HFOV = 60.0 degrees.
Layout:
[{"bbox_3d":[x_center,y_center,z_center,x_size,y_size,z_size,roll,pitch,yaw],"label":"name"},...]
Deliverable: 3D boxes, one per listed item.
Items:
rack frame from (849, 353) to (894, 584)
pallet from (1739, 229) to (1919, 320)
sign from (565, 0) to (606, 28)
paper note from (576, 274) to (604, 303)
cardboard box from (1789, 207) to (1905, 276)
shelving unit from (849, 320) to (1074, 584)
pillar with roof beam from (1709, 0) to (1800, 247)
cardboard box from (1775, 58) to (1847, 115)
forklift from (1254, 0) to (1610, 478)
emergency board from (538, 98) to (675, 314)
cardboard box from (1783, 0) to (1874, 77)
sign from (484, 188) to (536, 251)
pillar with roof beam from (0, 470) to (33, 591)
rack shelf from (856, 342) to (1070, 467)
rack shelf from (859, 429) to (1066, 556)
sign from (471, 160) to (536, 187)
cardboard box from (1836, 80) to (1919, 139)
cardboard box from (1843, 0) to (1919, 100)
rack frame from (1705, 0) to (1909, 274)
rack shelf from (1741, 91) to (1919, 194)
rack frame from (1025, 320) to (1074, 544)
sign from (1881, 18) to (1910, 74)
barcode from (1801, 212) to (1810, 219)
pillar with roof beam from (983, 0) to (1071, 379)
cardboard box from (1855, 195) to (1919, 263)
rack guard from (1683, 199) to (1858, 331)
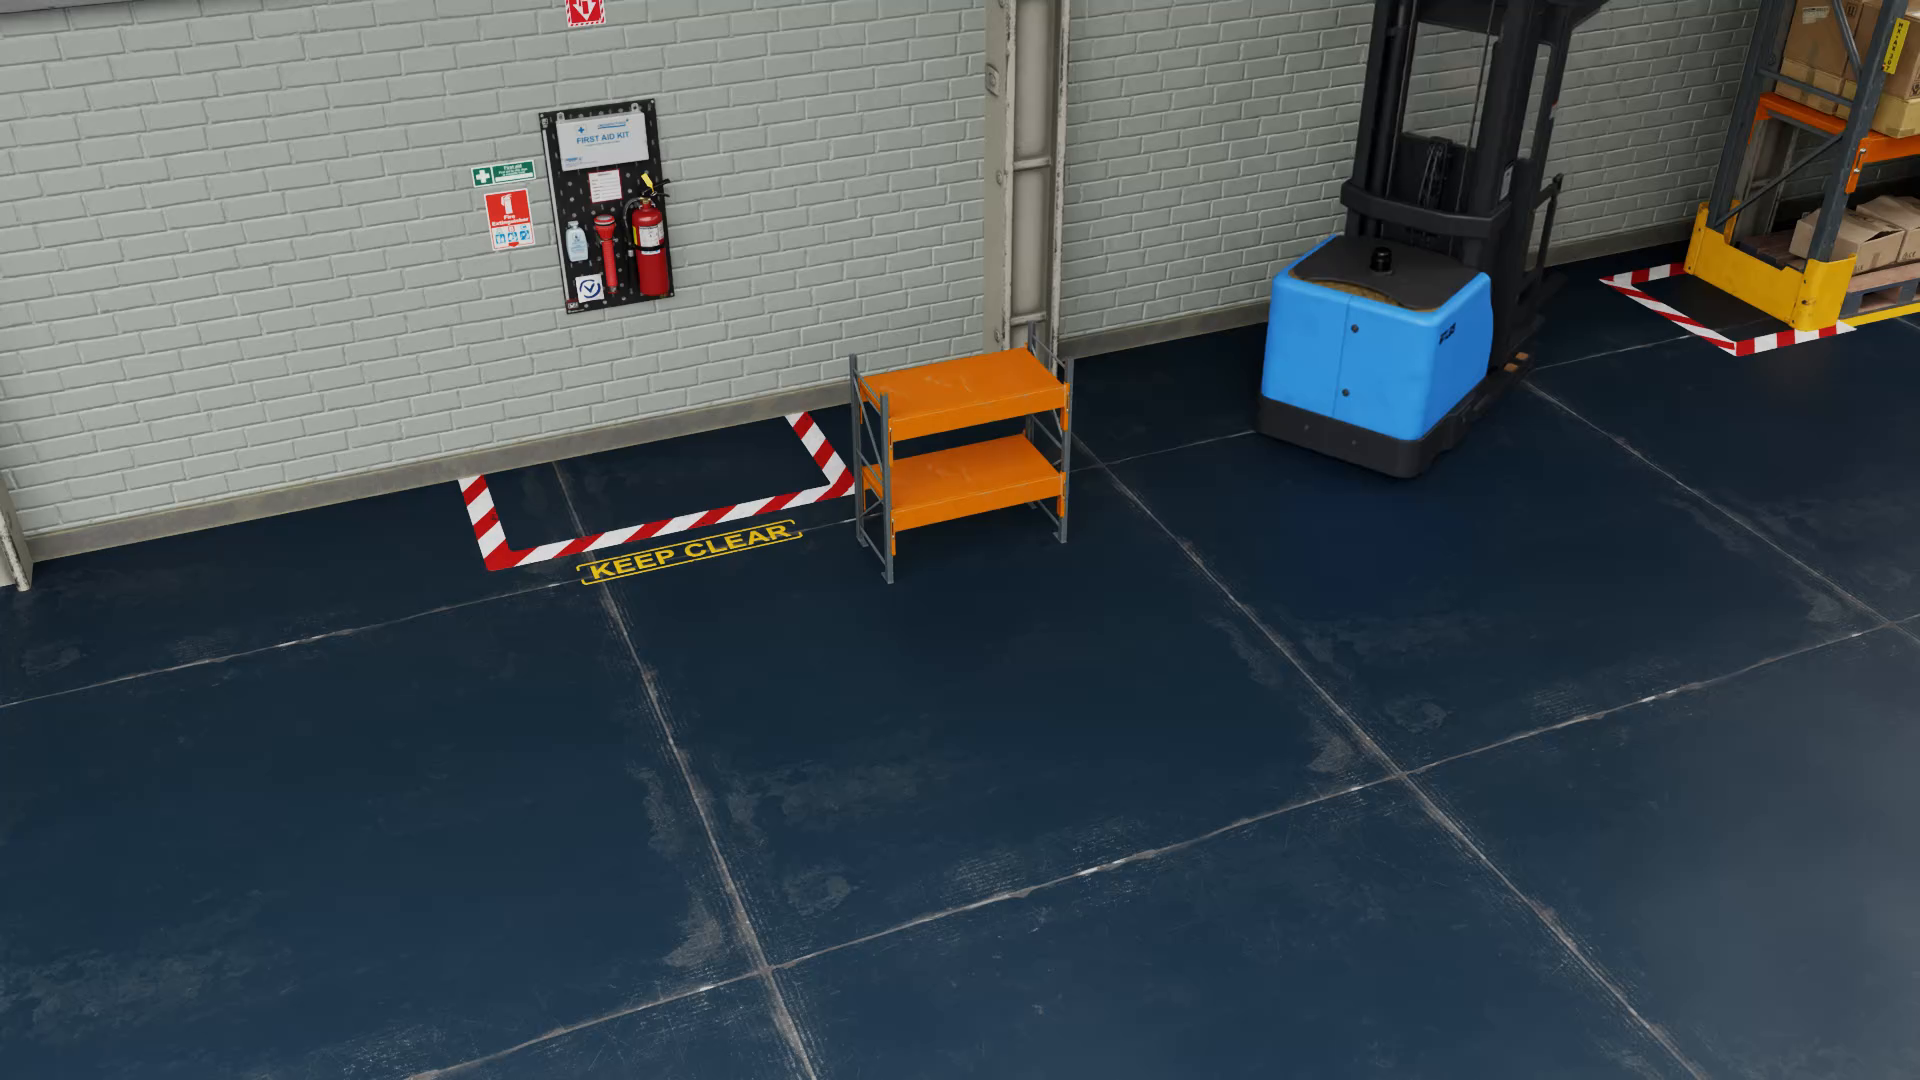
[{"bbox_3d":[-0.462,-0.366,8.698,0.032,1.125,0.500,-13,35,-19],"label":"rack frame"},{"bbox_3d":[6.442,-1.985,12.025,1.213,0.211,1.003,-13,35,-19],"label":"pallet"},{"bbox_3d":[-1.952,-2.818,8.623,0.199,0.298,0.001,-13,35,-19],"label":"sign"},{"bbox_3d":[-2.096,-1.426,9.417,0.142,0.148,0.016,-13,35,-19],"label":"paper note"},{"bbox_3d":[6.282,-2.142,11.772,0.500,0.311,0.500,-17,37,-24],"label":"cardboard box"},{"bbox_3d":[0.006,-0.473,8.863,1.048,1.125,0.538,-13,35,-19],"label":"shelving unit"},{"bbox_3d":[7.586,-3.917,6.937,0.400,9.000,9.100,-13,35,-19],"label":"pillar with roof beam"},{"bbox_3d":[5.965,-3.126,11.341,0.500,0.250,0.500,-12,35,-18],"label":"cardboard box"},{"bbox_3d":[3.066,-2.335,10.069,1.130,2.935,3.031,22,39,30],"label":"forklift"},{"bbox_3d":[-1.906,-1.798,9.180,0.643,1.169,0.194,-13,35,-19],"label":"emergency board"},{"bbox_3d":[5.962,-3.450,11.152,0.500,0.500,0.500,-13,35,-19],"label":"cardboard box"},{"bbox_3d":[-2.455,-1.748,9.071,0.234,0.329,0.001,-13,35,-19],"label":"sign"},{"bbox_3d":[-3.478,-1.383,3.043,0.400,9.000,9.100,-13,35,-19],"label":"pillar with roof beam"},{"bbox_3d":[0.006,-0.718,8.704,1.000,0.278,0.538,-13,35,-19],"label":"rack shelf"},{"bbox_3d":[0.006,-0.268,8.997,1.000,0.278,0.538,-13,35,-19],"label":"rack shelf"},{"bbox_3d":[-2.448,-1.966,8.921,0.331,0.109,0.001,-13,35,-19],"label":"sign"},{"bbox_3d":[6.182,-2.873,10.952,0.500,0.250,0.500,-14,36,-20],"label":"cardboard box"},{"bbox_3d":[6.166,-3.194,10.758,0.500,0.500,0.500,-13,35,-19],"label":"cardboard box"},{"bbox_3d":[5.609,-2.984,11.004,0.127,3.000,1.000,-13,35,-19],"label":"rack frame"},{"bbox_3d":[7.453,-3.105,11.849,4.000,0.370,1.077,-13,35,-19],"label":"rack shelf"},{"bbox_3d":[0.475,-0.580,9.028,0.032,1.125,0.500,-13,35,-19],"label":"rack frame"},{"bbox_3d":[5.819,-3.074,10.349,0.005,0.325,0.100,-13,35,-19],"label":"sign"},{"bbox_3d":[6.144,-2.351,12.085,0.075,0.075,0.001,-13,35,-19],"label":"barcode"},{"bbox_3d":[2.054,-2.650,4.990,0.400,9.000,9.100,-13,35,-19],"label":"pillar with roof beam"},{"bbox_3d":[6.808,-2.263,11.957,0.500,0.311,0.500,-10,34,-15],"label":"cardboard box"},{"bbox_3d":[5.679,-1.953,11.710,0.348,0.500,1.175,-13,35,-19],"label":"rack guard"}]
